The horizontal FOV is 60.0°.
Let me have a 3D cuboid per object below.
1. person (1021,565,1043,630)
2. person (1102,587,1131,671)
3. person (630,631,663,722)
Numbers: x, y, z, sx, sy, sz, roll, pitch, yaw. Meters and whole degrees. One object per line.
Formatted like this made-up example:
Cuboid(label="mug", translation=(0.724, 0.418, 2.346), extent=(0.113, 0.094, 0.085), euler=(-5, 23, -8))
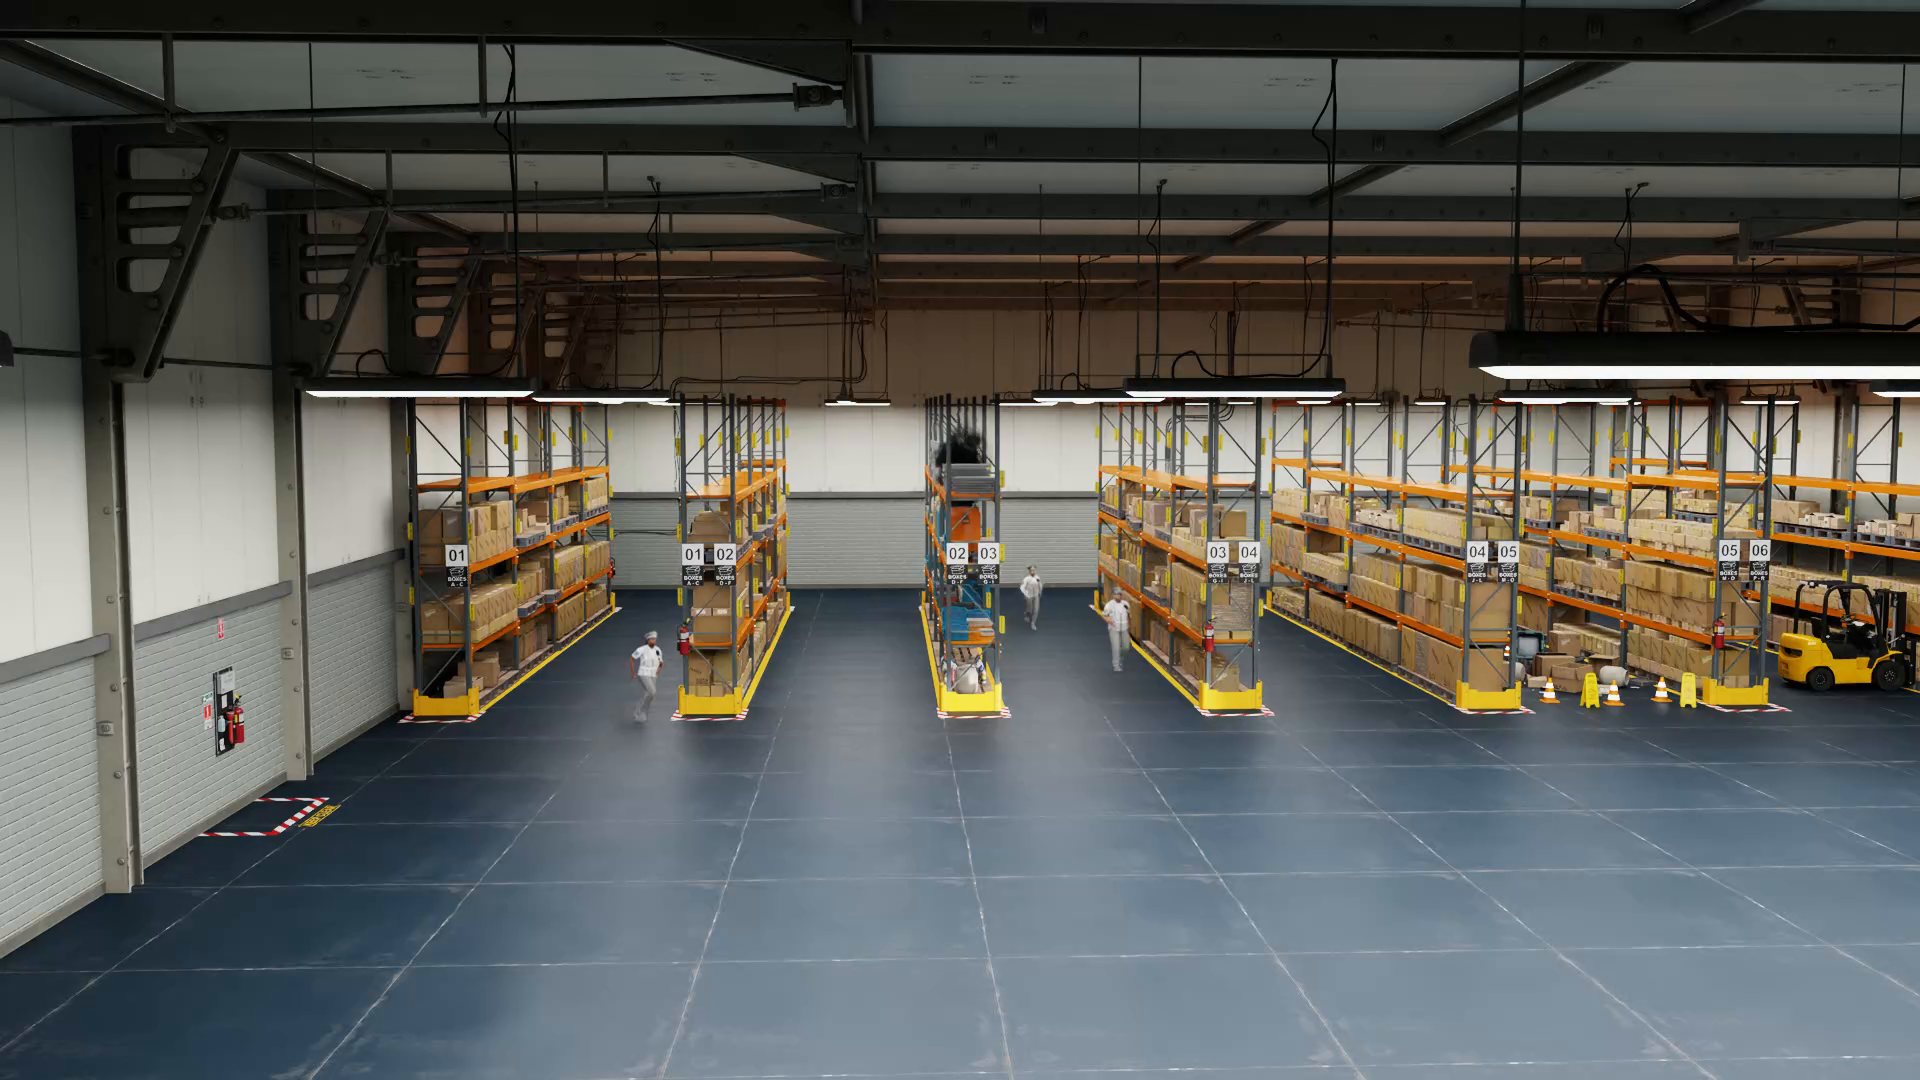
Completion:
Cuboid(label="person", translation=(1.883, 1.486, 43.359), extent=(0.611, 1.665, 0.661), euler=(-1, 5, -14))
Cuboid(label="person", translation=(3.283, 1.856, 34.427), extent=(0.659, 1.776, 0.580), euler=(-1, 5, -13))
Cuboid(label="person", translation=(-5.659, 2.489, 30.341), extent=(0.577, 1.633, 0.626), euler=(-4, 6, -43))
